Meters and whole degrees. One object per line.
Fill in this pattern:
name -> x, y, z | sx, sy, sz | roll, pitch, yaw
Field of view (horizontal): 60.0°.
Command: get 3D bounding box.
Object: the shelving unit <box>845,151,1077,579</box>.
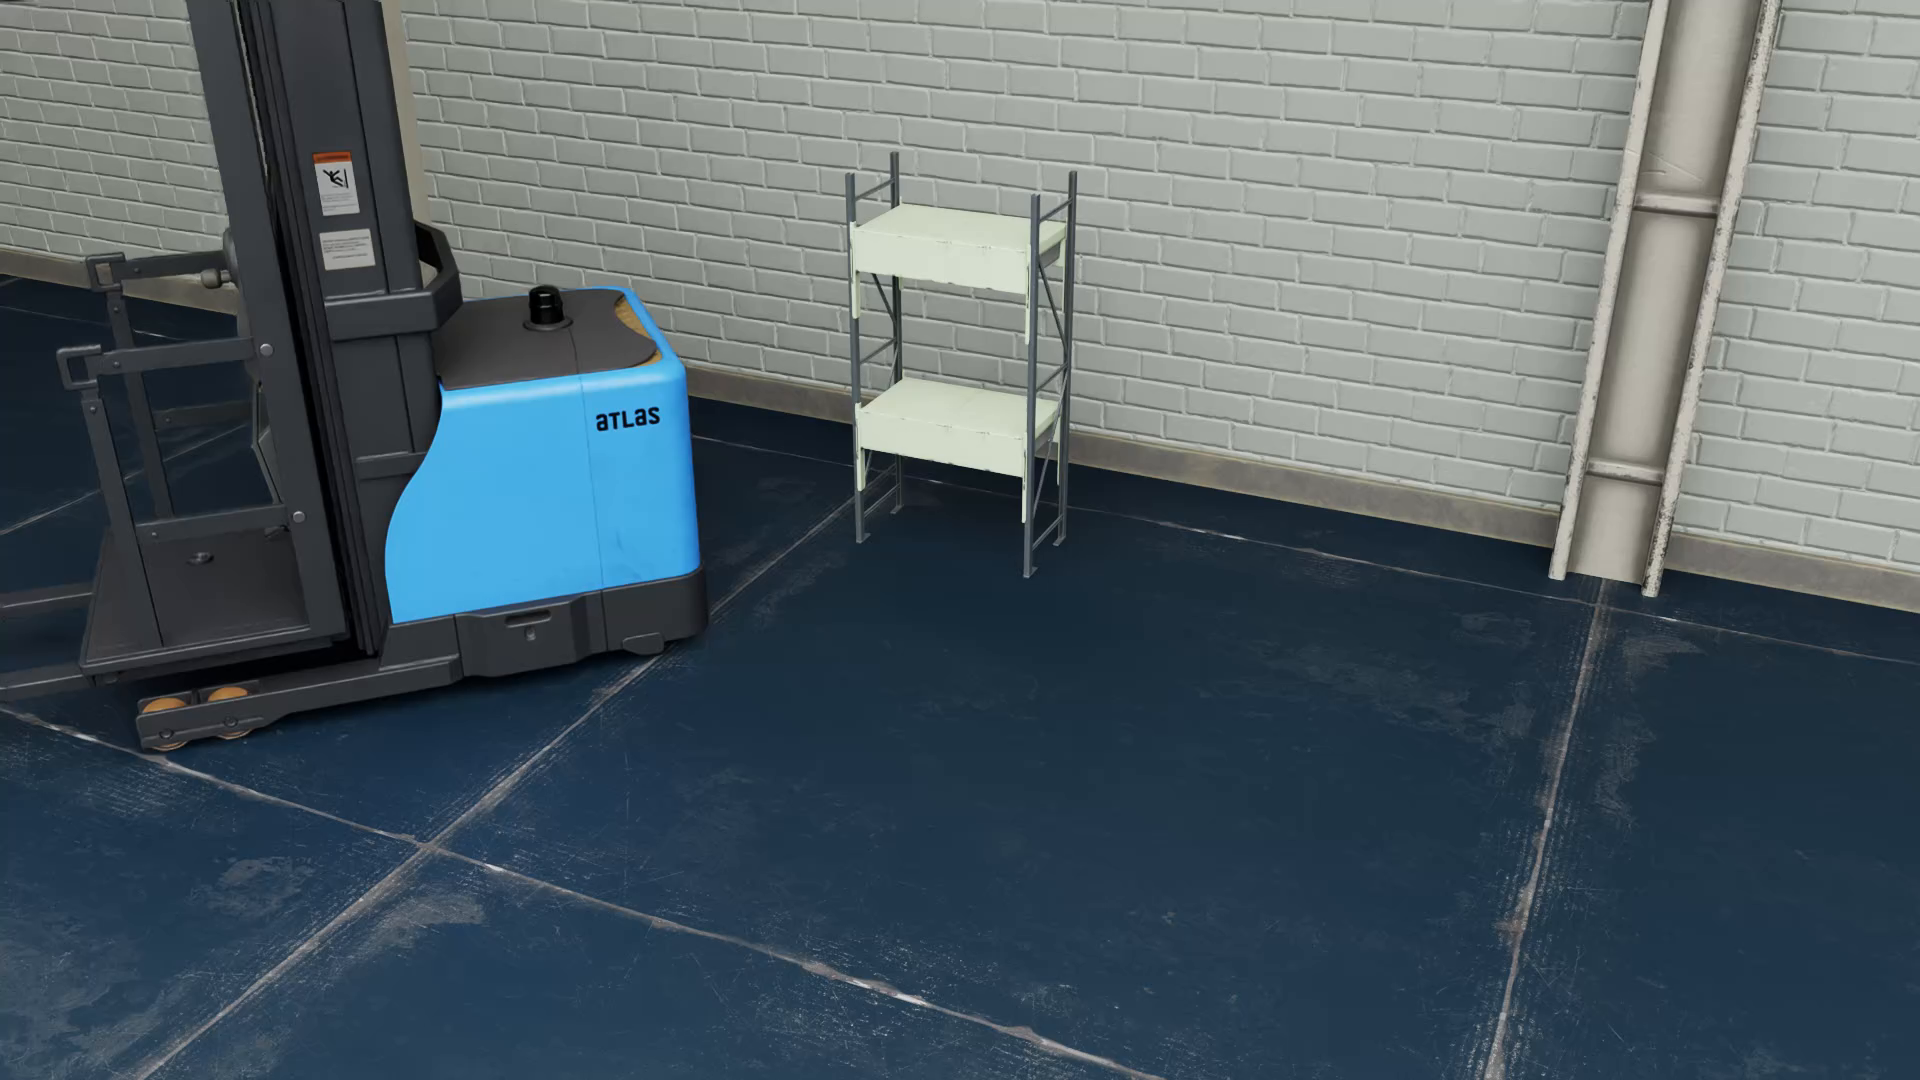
shelving unit -> 0.006, -0.672, 6.416 | 0.755, 1.500, 0.431 | 11, 28, 22

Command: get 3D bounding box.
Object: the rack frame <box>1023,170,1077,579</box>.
rack frame -> 0.339, -0.605, 6.280 | 0.023, 1.500, 0.400 | 11, 28, 22

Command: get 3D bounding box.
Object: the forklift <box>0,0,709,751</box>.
forklift -> -2.474, -0.899, 5.258 | 3.031, 2.935, 1.130 | -10, 28, -19

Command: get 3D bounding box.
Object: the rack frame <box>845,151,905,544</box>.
rack frame -> -0.327, -0.739, 6.552 | 0.023, 1.500, 0.400 | 11, 28, 22

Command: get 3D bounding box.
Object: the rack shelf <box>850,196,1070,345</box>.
rack shelf -> 0.006, -1.022, 6.244 | 0.720, 0.370, 0.431 | 11, 28, 22

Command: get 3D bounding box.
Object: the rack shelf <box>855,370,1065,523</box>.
rack shelf -> 0.006, -0.379, 6.560 | 0.720, 0.370, 0.431 | 11, 28, 22

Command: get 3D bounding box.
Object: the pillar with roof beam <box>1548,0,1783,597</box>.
pillar with roof beam -> 0.745, -2.186, 1.001 | 0.400, 9.000, 9.100 | 11, 28, 22

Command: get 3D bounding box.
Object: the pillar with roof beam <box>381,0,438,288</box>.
pillar with roof beam -> -4.717, -3.283, 3.230 | 0.400, 9.000, 9.100 | 11, 28, 22
